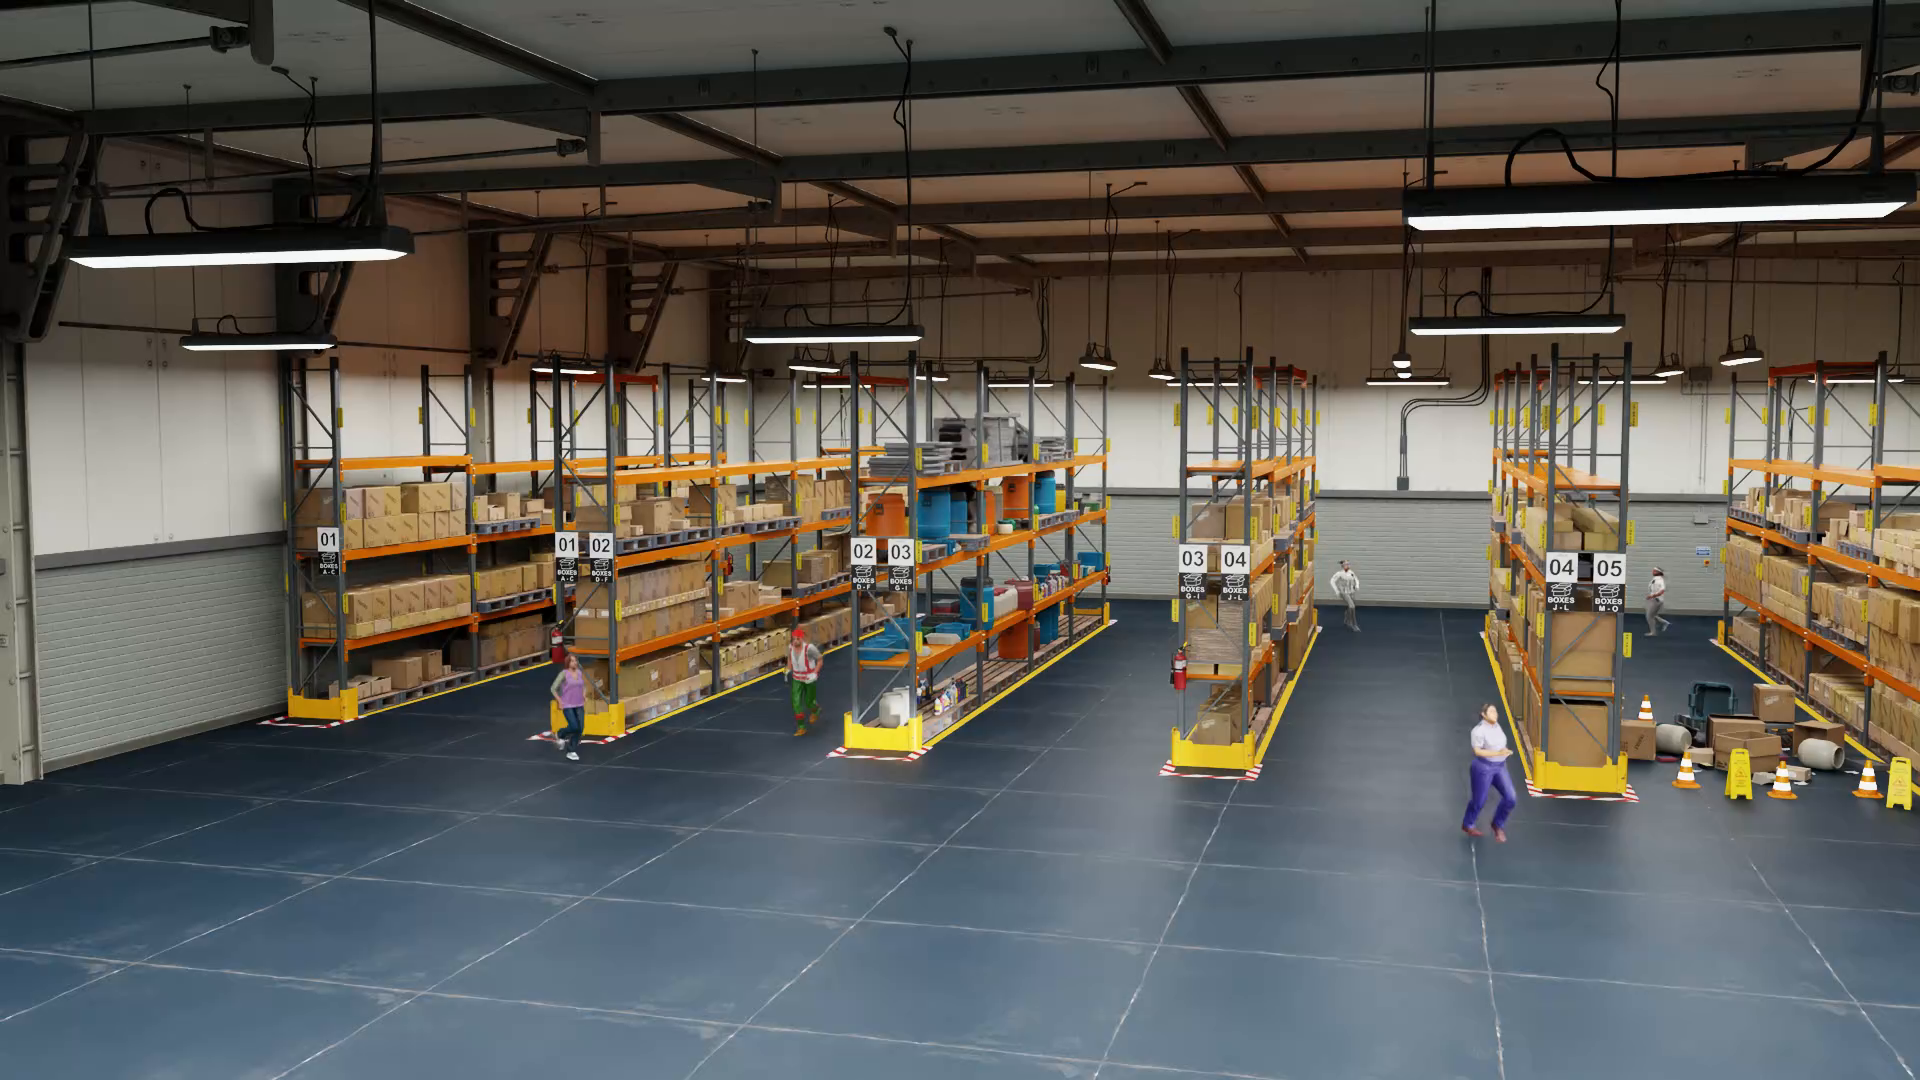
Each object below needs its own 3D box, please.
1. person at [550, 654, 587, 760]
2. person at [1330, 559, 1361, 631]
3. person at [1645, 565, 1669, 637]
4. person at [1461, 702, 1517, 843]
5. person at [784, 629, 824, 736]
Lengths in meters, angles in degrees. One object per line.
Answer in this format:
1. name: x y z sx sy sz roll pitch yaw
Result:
1. person: -5.689 2.443 24.372 0.545 1.555 0.538 4 6 45
2. person: 9.135 1.296 39.268 0.672 1.713 0.724 -2 5 -26
3. person: 15.941 1.385 38.019 0.584 1.648 0.574 1 4 12
4. person: 6.246 2.751 19.619 0.558 1.680 0.702 -2 5 -27
5. person: -2.420 2.221 26.428 0.639 1.716 0.984 2 4 20
